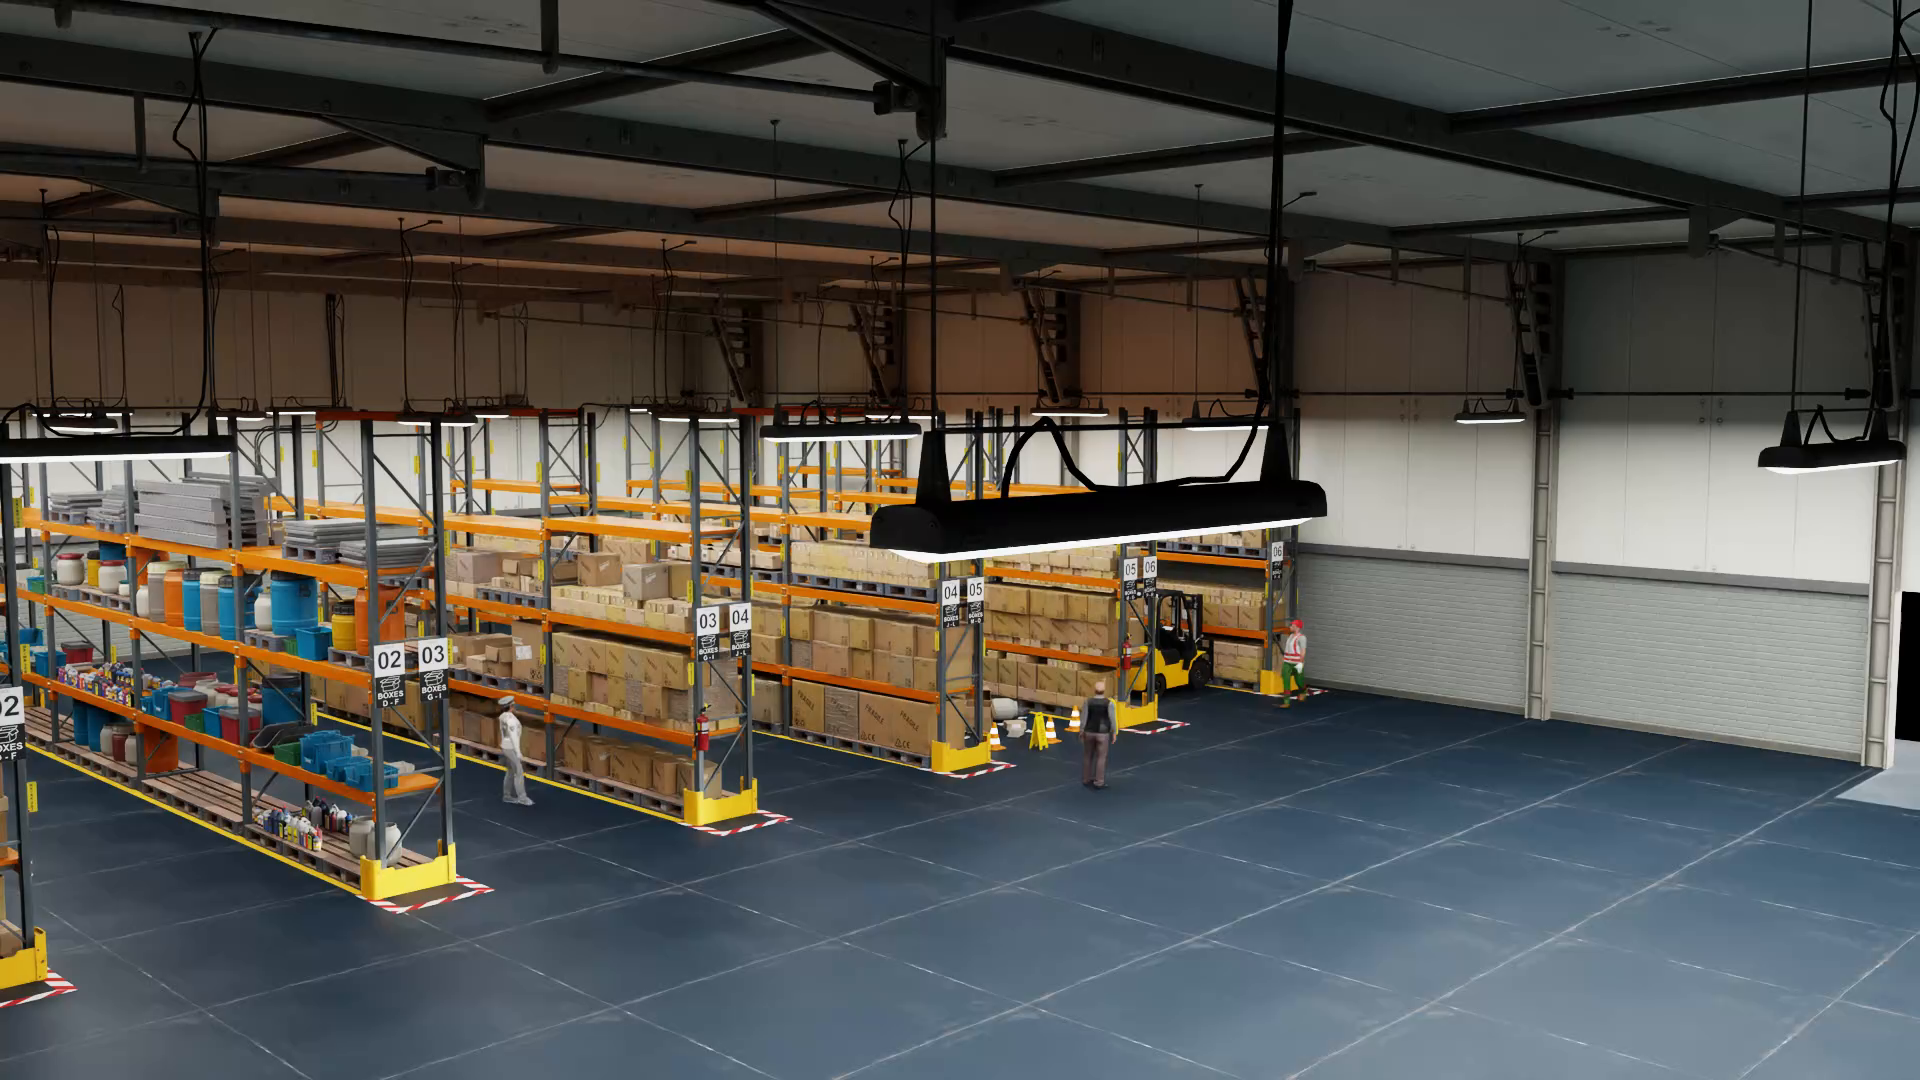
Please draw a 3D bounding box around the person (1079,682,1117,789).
[{"bbox_3d":[2.217,3.120,26.667,0.592,1.722,0.469,3,6,30],"label":"person"}]

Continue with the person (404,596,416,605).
[{"bbox_3d":[-12.998,2.028,39.205,0.459,1.654,0.620,0,5,1],"label":"person"}]

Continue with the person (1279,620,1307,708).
[{"bbox_3d":[6.761,2.486,33.540,0.499,1.766,0.896,3,6,28],"label":"person"}]

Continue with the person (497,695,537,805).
[{"bbox_3d":[-6.835,3.243,25.673,0.560,1.717,0.484,-1,5,-15],"label":"person"}]
